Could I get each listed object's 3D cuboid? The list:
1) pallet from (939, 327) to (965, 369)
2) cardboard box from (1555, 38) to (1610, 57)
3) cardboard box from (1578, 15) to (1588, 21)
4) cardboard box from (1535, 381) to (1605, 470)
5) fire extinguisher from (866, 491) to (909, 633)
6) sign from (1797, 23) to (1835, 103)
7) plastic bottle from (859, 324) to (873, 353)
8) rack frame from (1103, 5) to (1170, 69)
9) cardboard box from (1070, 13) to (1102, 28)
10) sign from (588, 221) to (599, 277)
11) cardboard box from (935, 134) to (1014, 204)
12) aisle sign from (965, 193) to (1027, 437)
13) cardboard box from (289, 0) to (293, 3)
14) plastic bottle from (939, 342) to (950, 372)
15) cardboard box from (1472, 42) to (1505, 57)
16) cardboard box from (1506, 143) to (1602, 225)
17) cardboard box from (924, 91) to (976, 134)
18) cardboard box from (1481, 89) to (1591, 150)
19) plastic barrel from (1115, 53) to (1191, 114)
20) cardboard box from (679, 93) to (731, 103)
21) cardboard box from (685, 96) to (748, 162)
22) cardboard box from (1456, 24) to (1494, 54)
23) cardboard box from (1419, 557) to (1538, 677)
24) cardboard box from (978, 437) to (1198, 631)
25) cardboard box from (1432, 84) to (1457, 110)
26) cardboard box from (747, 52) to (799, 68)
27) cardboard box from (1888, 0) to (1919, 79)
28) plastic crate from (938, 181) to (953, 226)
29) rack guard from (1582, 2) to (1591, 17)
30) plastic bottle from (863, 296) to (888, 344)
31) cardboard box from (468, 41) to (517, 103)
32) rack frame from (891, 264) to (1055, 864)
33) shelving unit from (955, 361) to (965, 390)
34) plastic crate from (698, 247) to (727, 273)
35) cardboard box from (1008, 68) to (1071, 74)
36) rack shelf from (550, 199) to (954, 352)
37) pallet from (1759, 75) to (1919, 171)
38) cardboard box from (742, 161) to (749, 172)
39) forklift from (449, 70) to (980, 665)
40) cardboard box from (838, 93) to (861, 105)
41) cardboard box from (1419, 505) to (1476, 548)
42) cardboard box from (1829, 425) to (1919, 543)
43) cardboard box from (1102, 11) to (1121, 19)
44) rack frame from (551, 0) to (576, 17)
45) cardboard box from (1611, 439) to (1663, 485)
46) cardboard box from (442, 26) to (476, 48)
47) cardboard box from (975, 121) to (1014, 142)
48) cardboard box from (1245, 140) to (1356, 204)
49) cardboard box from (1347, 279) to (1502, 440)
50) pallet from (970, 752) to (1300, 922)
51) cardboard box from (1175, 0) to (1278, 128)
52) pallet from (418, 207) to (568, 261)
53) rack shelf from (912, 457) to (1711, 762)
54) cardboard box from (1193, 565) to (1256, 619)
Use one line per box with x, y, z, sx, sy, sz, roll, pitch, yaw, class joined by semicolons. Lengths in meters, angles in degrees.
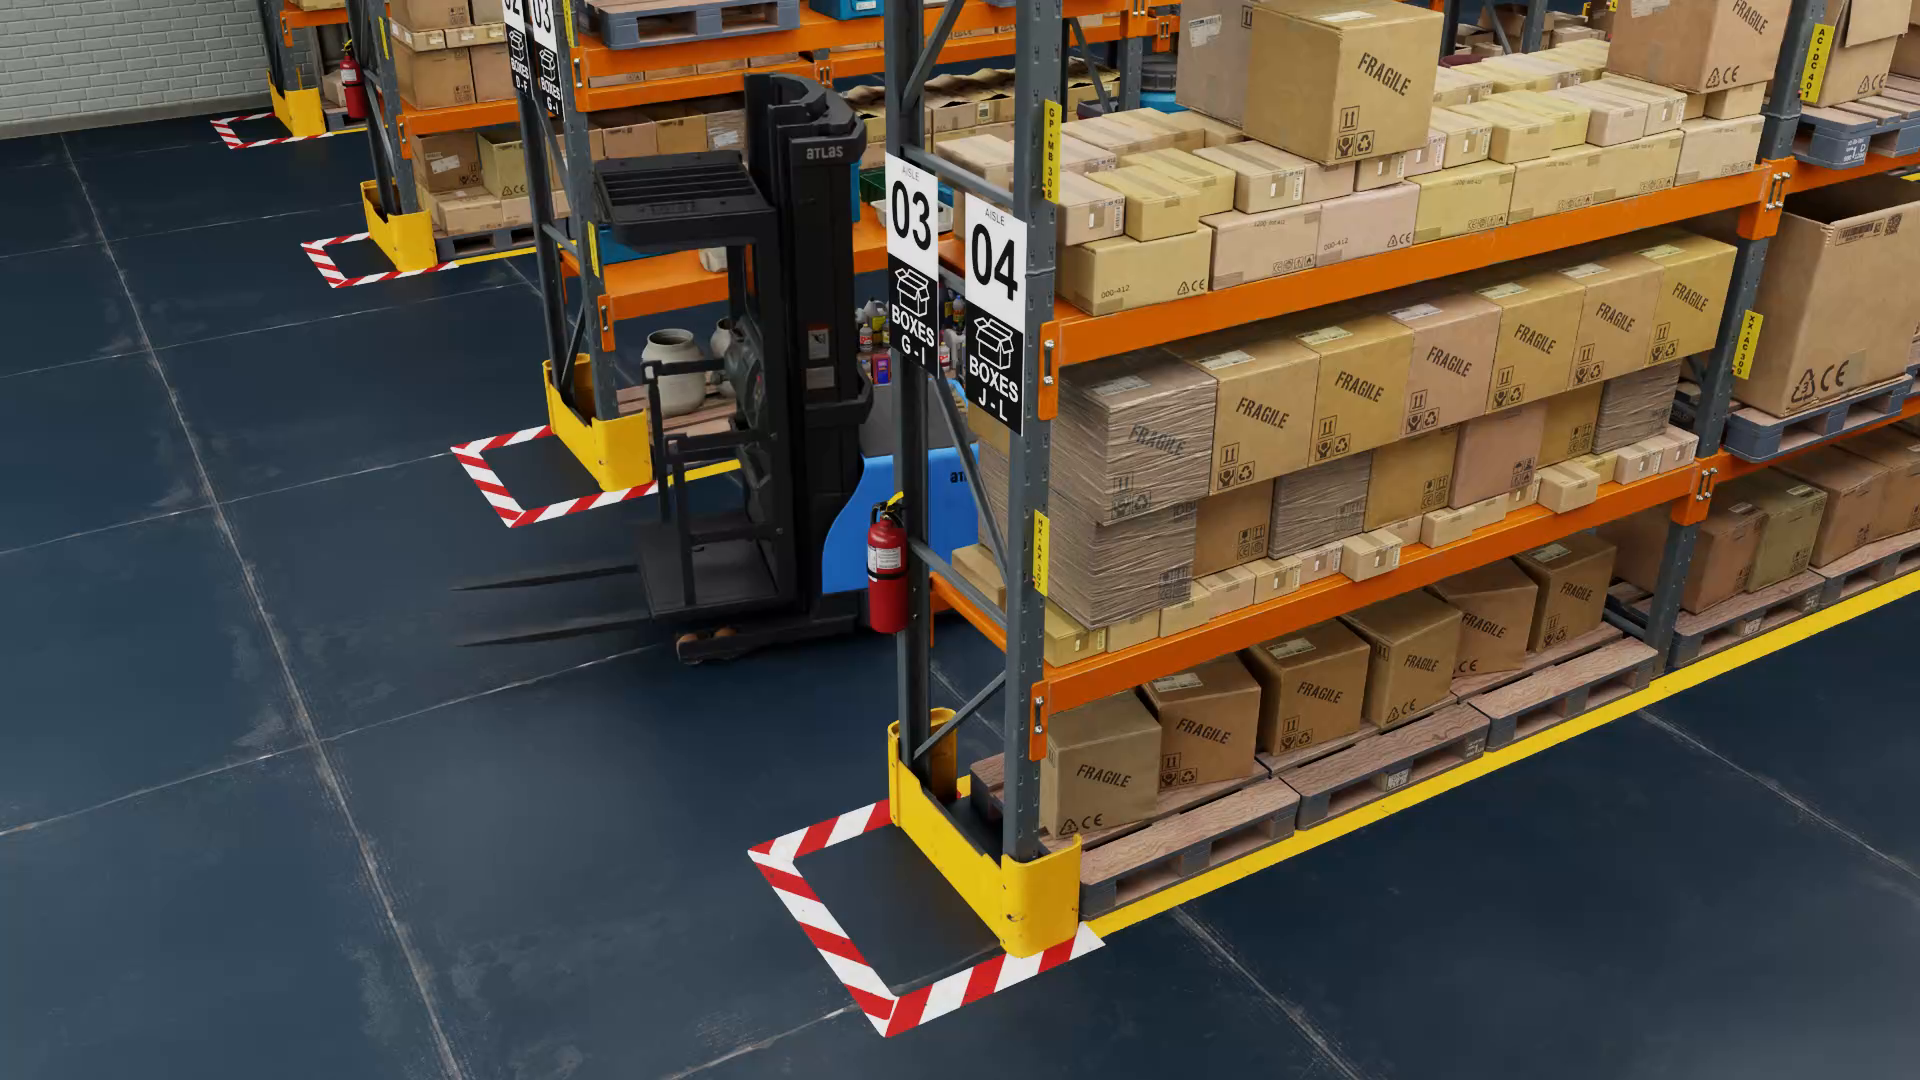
0.362;-1.473;12.700;1.213;0.211;1.003;-16;33;-26;pallet
3.035;-2.248;7.858;0.250;0.149;0.380;-17;33;-28;cardboard box
8.267;-6.828;22.012;0.250;0.149;0.380;-16;33;-26;cardboard box
2.603;-0.759;8.110;0.500;0.500;0.875;-16;33;-26;cardboard box
-0.309;0.072;7.096;0.183;0.674;0.296;-16;33;-26;fire extinguisher
3.753;-2.093;7.298;0.005;0.325;0.100;-16;33;-26;sign
-0.695;-1.498;12.301;0.097;0.201;0.097;0;29;0;plastic bottle
1.905;-5.884;17.808;0.127;3.000;1.000;-16;33;-26;rack frame
1.269;-5.439;17.261;0.250;0.149;0.380;-16;33;-26;cardboard box
-2.211;-1.752;10.035;0.005;0.325;0.100;-16;33;-26;sign
0.104;-1.418;6.354;0.250;0.149;0.380;-16;33;-26;cardboard box
0.122;-0.796;5.898;0.004;0.787;0.394;-16;33;-26;aisle sign
-7.200;-6.127;18.382;0.500;0.250;0.500;-15;32;-26;cardboard box
-0.121;-1.326;11.989;0.097;0.201;0.097;0;29;0;plastic bottle
6.566;-6.044;20.574;0.250;0.166;0.380;-16;33;-26;cardboard box
2.319;-1.554;7.013;0.500;0.250;0.500;-16;33;-27;cardboard box
-0.181;-4.376;16.905;0.500;0.311;0.500;-17;33;-28;cardboard box
2.404;-1.764;6.980;0.250;0.149;0.380;-15;32;-24;cardboard box
1.449;-3.029;12.114;0.708;0.901;0.600;-16;33;-26;plastic barrel
-2.529;-4.105;16.218;0.500;0.500;0.500;-16;33;-26;cardboard box
-2.270;-3.891;15.832;0.500;0.500;0.500;-16;33;-26;cardboard box
6.348;-6.320;20.925;0.500;0.311;0.500;-16;33;-26;cardboard box
2.617;0.358;8.650;0.500;0.500;0.500;-6;29;-11;cardboard box
0.511;-0.095;6.907;0.500;0.500;0.875;-16;33;-26;cardboard box
1.930;-1.913;7.251;0.250;0.149;0.380;-17;33;-27;cardboard box
-1.923;-4.838;15.808;0.500;0.500;0.700;-17;33;-28;cardboard box
4.739;-2.625;8.255;0.637;0.503;0.797;-14;32;-24;cardboard box
0.146;-2.392;11.633;0.616;0.251;0.499;-16;33;-26;plastic crate
8.737;-6.729;21.927;0.348;0.500;1.175;-16;33;-26;rack guard
-0.633;-1.653;12.427;0.185;0.351;0.144;-14;32;-24;plastic bottle
-4.133;-4.209;14.669;0.500;0.500;0.700;-15;32;-25;cardboard box
0.023;0.202;6.780;0.127;3.000;1.000;-16;33;-26;rack frame
0.551;-0.543;10.071;1.048;1.125;0.538;-11;31;-19;shelving unit
-1.552;-1.831;10.736;0.250;0.136;0.298;-16;33;-26;plastic crate
0.856;-4.972;17.985;0.500;0.311;0.500;-17;33;-28;cardboard box
-0.762;-2.036;11.580;4.000;0.370;1.077;-16;33;-26;rack shelf
4.058;-2.115;8.068;1.003;0.211;1.213;-16;33;-26;pallet
-2.269;-3.562;16.011;0.500;0.250;0.500;-16;33;-26;cardboard box
-1.324;-0.891;8.832;3.031;2.935;1.130;-8;30;-14;forklift
-1.340;-4.349;16.857;0.500;0.311;0.500;-16;33;-26;cardboard box
2.135;-0.131;7.643;0.250;0.149;0.380;-16;33;-26;cardboard box
5.396;-0.400;10.001;0.500;0.500;0.700;-13;31;-22;cardboard box
1.569;-5.774;17.701;0.500;0.311;0.500;-14;32;-23;cardboard box
-2.486;-4.488;9.069;0.127;3.000;1.000;-16;33;-26;rack frame
3.215;-0.435;8.194;0.250;0.149;0.380;-16;33;-26;cardboard box
-4.319;-4.326;14.209;0.250;0.149;0.380;-17;33;-28;cardboard box
0.255;-4.257;17.271;0.500;0.250;0.500;-15;32;-25;cardboard box
1.288;-1.423;6.361;0.250;0.149;0.380;-16;33;-26;cardboard box
1.928;-0.798;7.146;0.500;0.500;0.500;-16;33;-26;cardboard box
0.807;1.220;7.821;1.213;0.211;1.003;-16;33;-26;pallet
1.231;-1.989;6.717;0.500;0.500;0.500;-16;33;-26;cardboard box
-4.354;-2.910;15.304;1.213;0.211;1.003;-16;33;-26;pallet
1.747;0.027;7.841;4.000;0.370;1.077;-16;33;-26;rack shelf
1.043;0.163;7.110;0.250;0.149;0.380;-16;33;-26;cardboard box
